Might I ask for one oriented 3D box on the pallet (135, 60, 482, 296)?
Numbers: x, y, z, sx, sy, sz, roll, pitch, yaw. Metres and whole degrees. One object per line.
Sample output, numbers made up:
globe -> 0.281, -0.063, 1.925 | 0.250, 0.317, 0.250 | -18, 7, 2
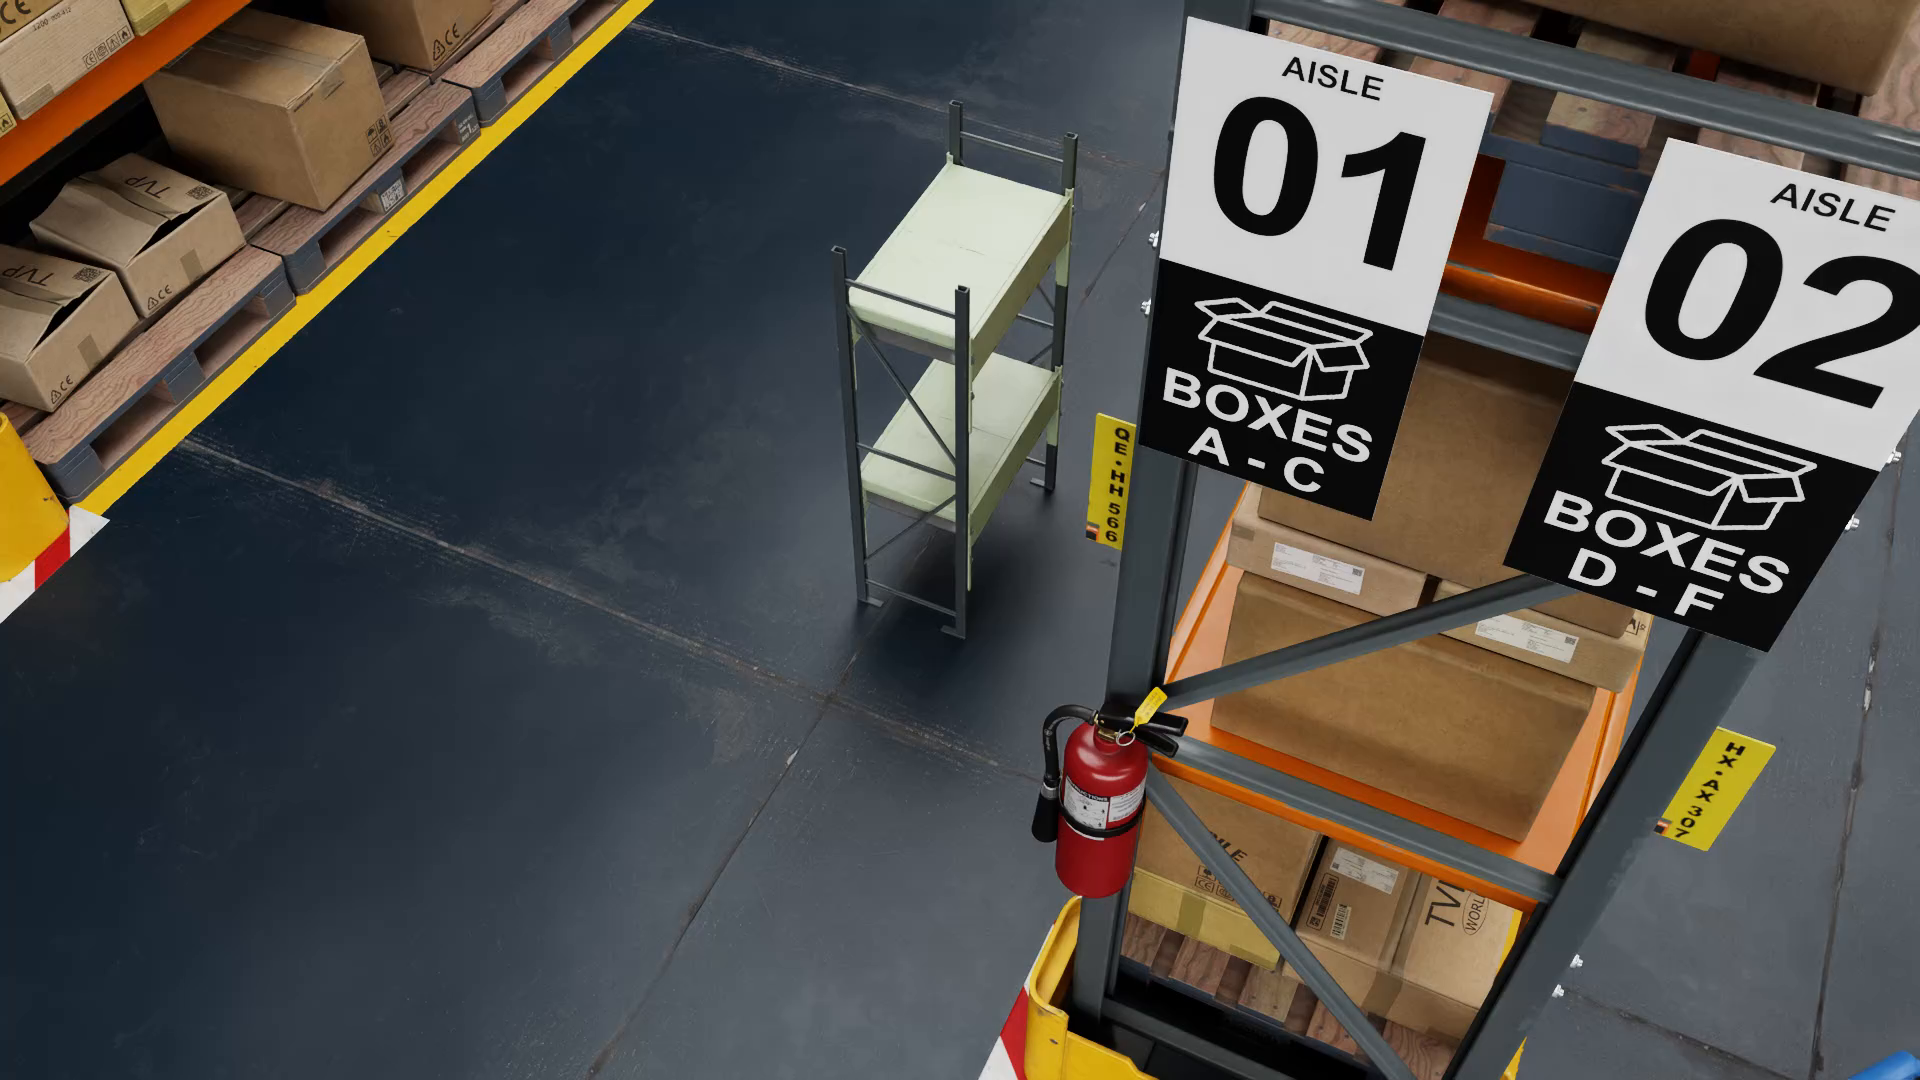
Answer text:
pallet -> -2.783, -1.599, 6.972 | 1.003, 0.211, 1.213 | 20, 52, 16

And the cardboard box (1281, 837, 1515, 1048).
cardboard box -> 1.194, 1.002, 4.458 | 0.500, 0.250, 0.500 | 20, 52, 16

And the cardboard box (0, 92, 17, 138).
cardboard box -> -3.222, -1.256, 4.935 | 0.500, 0.250, 0.500 | 18, 52, 15

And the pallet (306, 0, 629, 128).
pallet -> -2.263, -2.442, 7.690 | 1.003, 0.211, 1.213 | 20, 52, 16

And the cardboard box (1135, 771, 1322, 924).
cardboard box -> 0.723, 0.589, 4.316 | 0.500, 0.500, 0.500 | 20, 52, 16

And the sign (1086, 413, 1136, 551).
sign -> 0.279, -0.095, 2.945 | 0.100, 0.325, 0.005 | 20, 52, 16

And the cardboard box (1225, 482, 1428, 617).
cardboard box -> 0.754, -0.024, 3.309 | 0.380, 0.149, 0.250 | 19, 52, 15

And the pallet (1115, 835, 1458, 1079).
pallet -> 1.052, 0.907, 4.840 | 1.003, 0.211, 1.213 | 20, 52, 16

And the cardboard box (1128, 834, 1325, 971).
cardboard box -> 0.725, 0.833, 4.601 | 0.500, 0.250, 0.500 | 20, 52, 16

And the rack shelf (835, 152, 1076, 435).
rack shelf -> -0.003, -0.734, 4.878 | 0.431, 0.370, 0.720 | 20, 52, 16

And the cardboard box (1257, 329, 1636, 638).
cardboard box -> 0.997, -0.263, 3.087 | 0.700, 0.500, 0.500 | 20, 52, 16

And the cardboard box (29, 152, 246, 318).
cardboard box -> -3.097, -1.177, 6.258 | 0.500, 0.311, 0.500 | 24, 54, 19

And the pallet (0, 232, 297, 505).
pallet -> -3.306, -0.762, 6.260 | 1.003, 0.211, 1.213 | 20, 52, 16

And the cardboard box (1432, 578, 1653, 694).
cardboard box -> 1.126, 0.101, 3.203 | 0.380, 0.149, 0.250 | 19, 52, 16

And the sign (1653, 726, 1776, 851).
sign -> 1.263, 0.422, 2.801 | 0.100, 0.325, 0.005 | 20, 52, 16

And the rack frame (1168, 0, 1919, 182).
rack frame -> 0.763, -1.401, 1.033 | 1.000, 3.000, 0.127 | 20, 52, 16

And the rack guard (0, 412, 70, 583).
rack guard -> -3.685, -0.308, 5.684 | 1.175, 0.500, 0.348 | 20, 52, 16

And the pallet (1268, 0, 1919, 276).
pallet -> 1.089, -0.878, 2.616 | 1.003, 0.211, 1.213 | 20, 52, 16

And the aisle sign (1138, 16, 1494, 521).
aisle sign -> 0.470, -0.349, 2.371 | 0.394, 0.787, 0.004 | 20, 52, 16

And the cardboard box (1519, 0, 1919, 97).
cardboard box -> 1.013, -1.038, 2.259 | 0.797, 0.503, 0.637 | 23, 53, 18

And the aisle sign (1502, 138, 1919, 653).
aisle sign -> 1.012, -0.154, 2.205 | 0.394, 0.787, 0.004 | 20, 52, 16

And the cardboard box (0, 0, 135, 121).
cardboard box -> -3.013, -1.618, 5.243 | 0.500, 0.250, 0.500 | 18, 52, 15

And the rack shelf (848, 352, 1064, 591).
rack shelf -> -0.003, -0.270, 5.423 | 0.431, 0.370, 0.720 | 20, 52, 16

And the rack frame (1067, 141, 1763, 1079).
rack frame -> 0.763, 0.544, 3.318 | 1.000, 3.000, 0.127 | 20, 52, 16

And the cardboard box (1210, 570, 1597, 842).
cardboard box -> 0.974, 0.194, 3.550 | 0.700, 0.500, 0.500 | 20, 52, 16

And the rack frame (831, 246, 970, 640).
rack frame -> -0.159, -0.229, 4.960 | 0.400, 1.500, 0.023 | 20, 52, 16

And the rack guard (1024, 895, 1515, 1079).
rack guard -> 0.753, 1.370, 4.256 | 1.175, 0.500, 0.348 | 20, 52, 16

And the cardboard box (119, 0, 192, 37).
cardboard box -> -2.790, -1.967, 5.540 | 0.500, 0.250, 0.500 | 19, 52, 16

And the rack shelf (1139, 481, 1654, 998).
rack shelf -> 1.618, -0.600, 4.764 | 1.077, 0.370, 4.000 | 20, 52, 16

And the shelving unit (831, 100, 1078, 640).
shelving unit -> -0.003, -0.481, 5.175 | 0.431, 1.500, 0.755 | 20, 52, 16

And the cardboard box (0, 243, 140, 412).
cardboard box -> -3.340, -0.784, 5.924 | 0.500, 0.311, 0.500 | 14, 51, 12

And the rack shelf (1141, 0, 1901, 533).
rack shelf -> 1.618, -1.573, 3.621 | 1.077, 0.370, 4.000 | 20, 52, 16

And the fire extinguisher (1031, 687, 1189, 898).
fire extinguisher -> 0.293, 0.499, 3.407 | 0.296, 0.674, 0.183 | 20, 52, 16

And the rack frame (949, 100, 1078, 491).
rack frame -> 0.154, -0.733, 5.389 | 0.400, 1.500, 0.023 | 20, 52, 16

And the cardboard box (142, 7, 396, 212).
cardboard box -> -2.738, -1.727, 6.602 | 0.700, 0.500, 0.500 | 17, 52, 14

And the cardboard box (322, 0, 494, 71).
cardboard box -> -2.415, -2.425, 7.196 | 0.500, 0.500, 0.500 | 16, 52, 13
